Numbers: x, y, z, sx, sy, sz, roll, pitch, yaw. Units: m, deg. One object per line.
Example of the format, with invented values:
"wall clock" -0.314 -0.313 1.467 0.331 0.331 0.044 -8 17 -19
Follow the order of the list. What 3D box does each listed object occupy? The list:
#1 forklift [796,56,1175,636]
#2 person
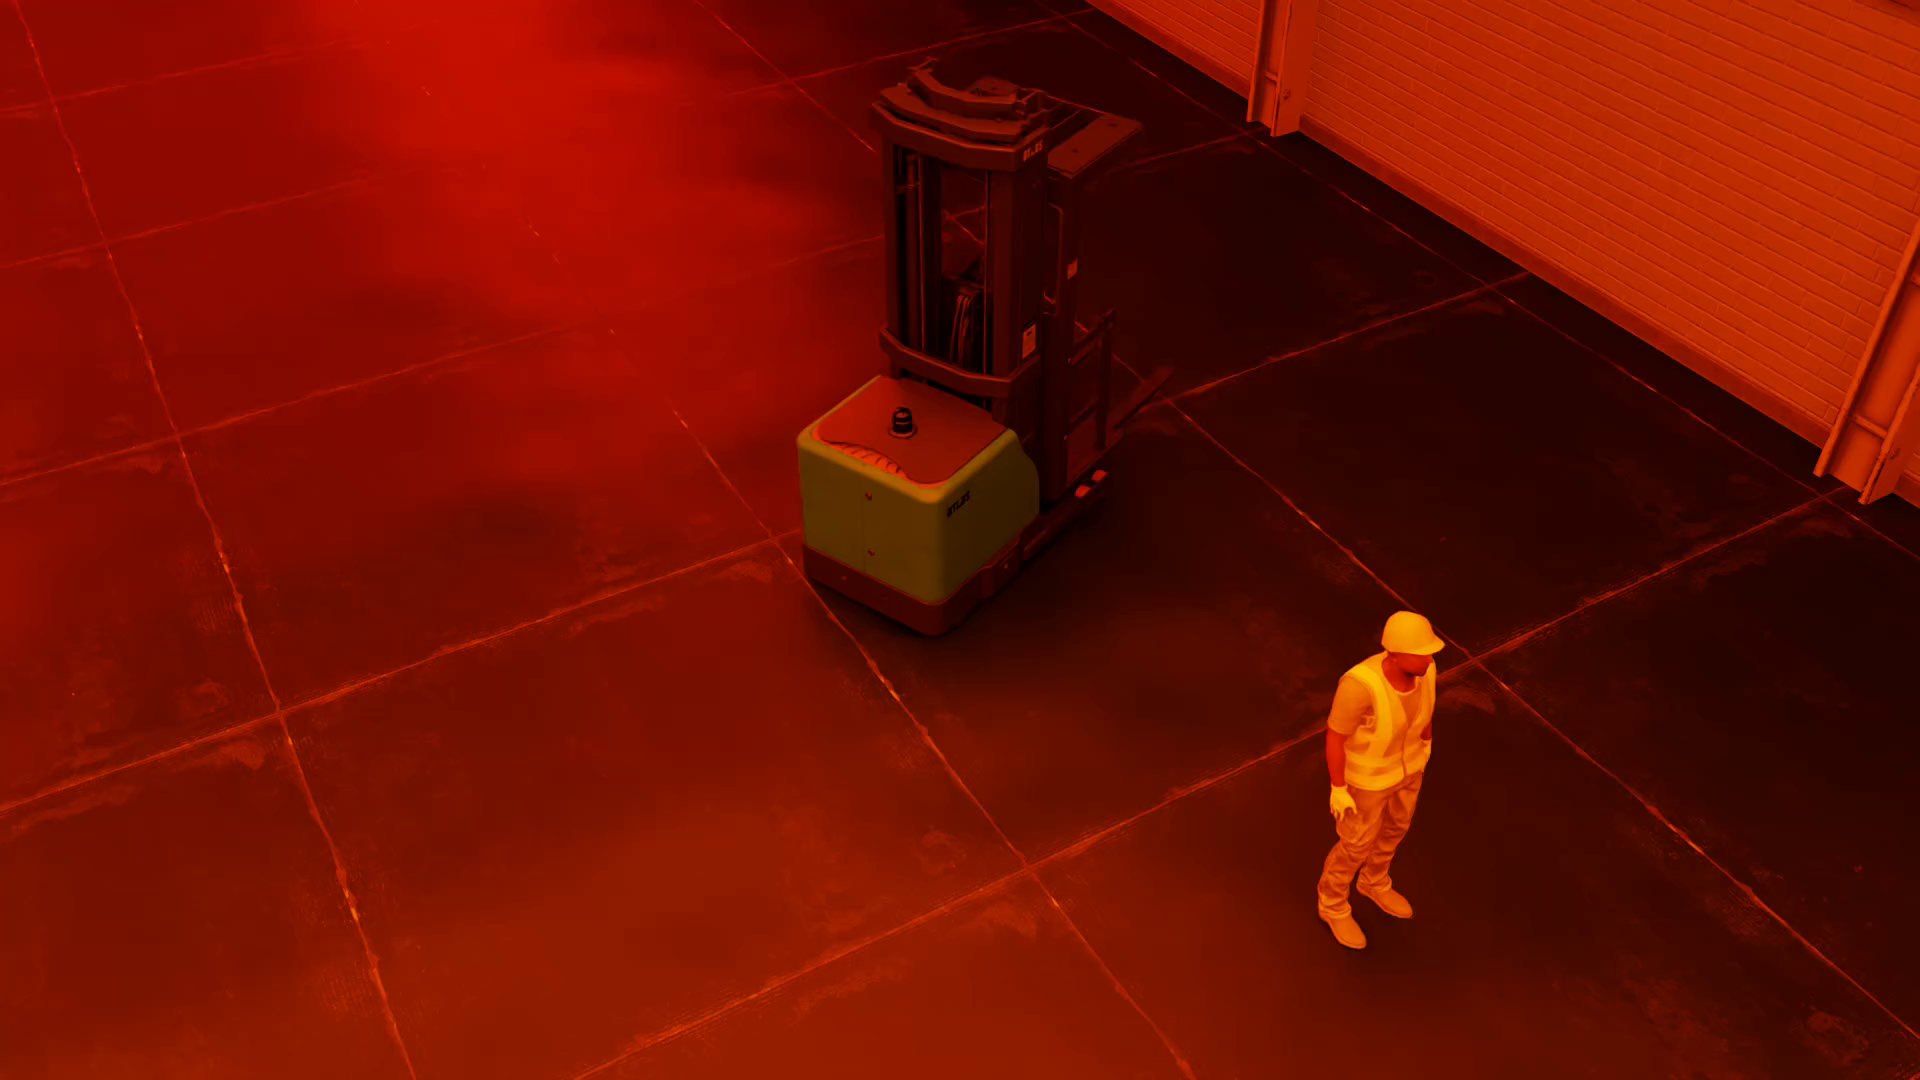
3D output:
"forklift" 0.326 -1.476 9.815 1.130 2.935 3.031 25 46 27
"person" 1.958 1.081 7.637 0.650 1.795 0.503 -23 45 -25
